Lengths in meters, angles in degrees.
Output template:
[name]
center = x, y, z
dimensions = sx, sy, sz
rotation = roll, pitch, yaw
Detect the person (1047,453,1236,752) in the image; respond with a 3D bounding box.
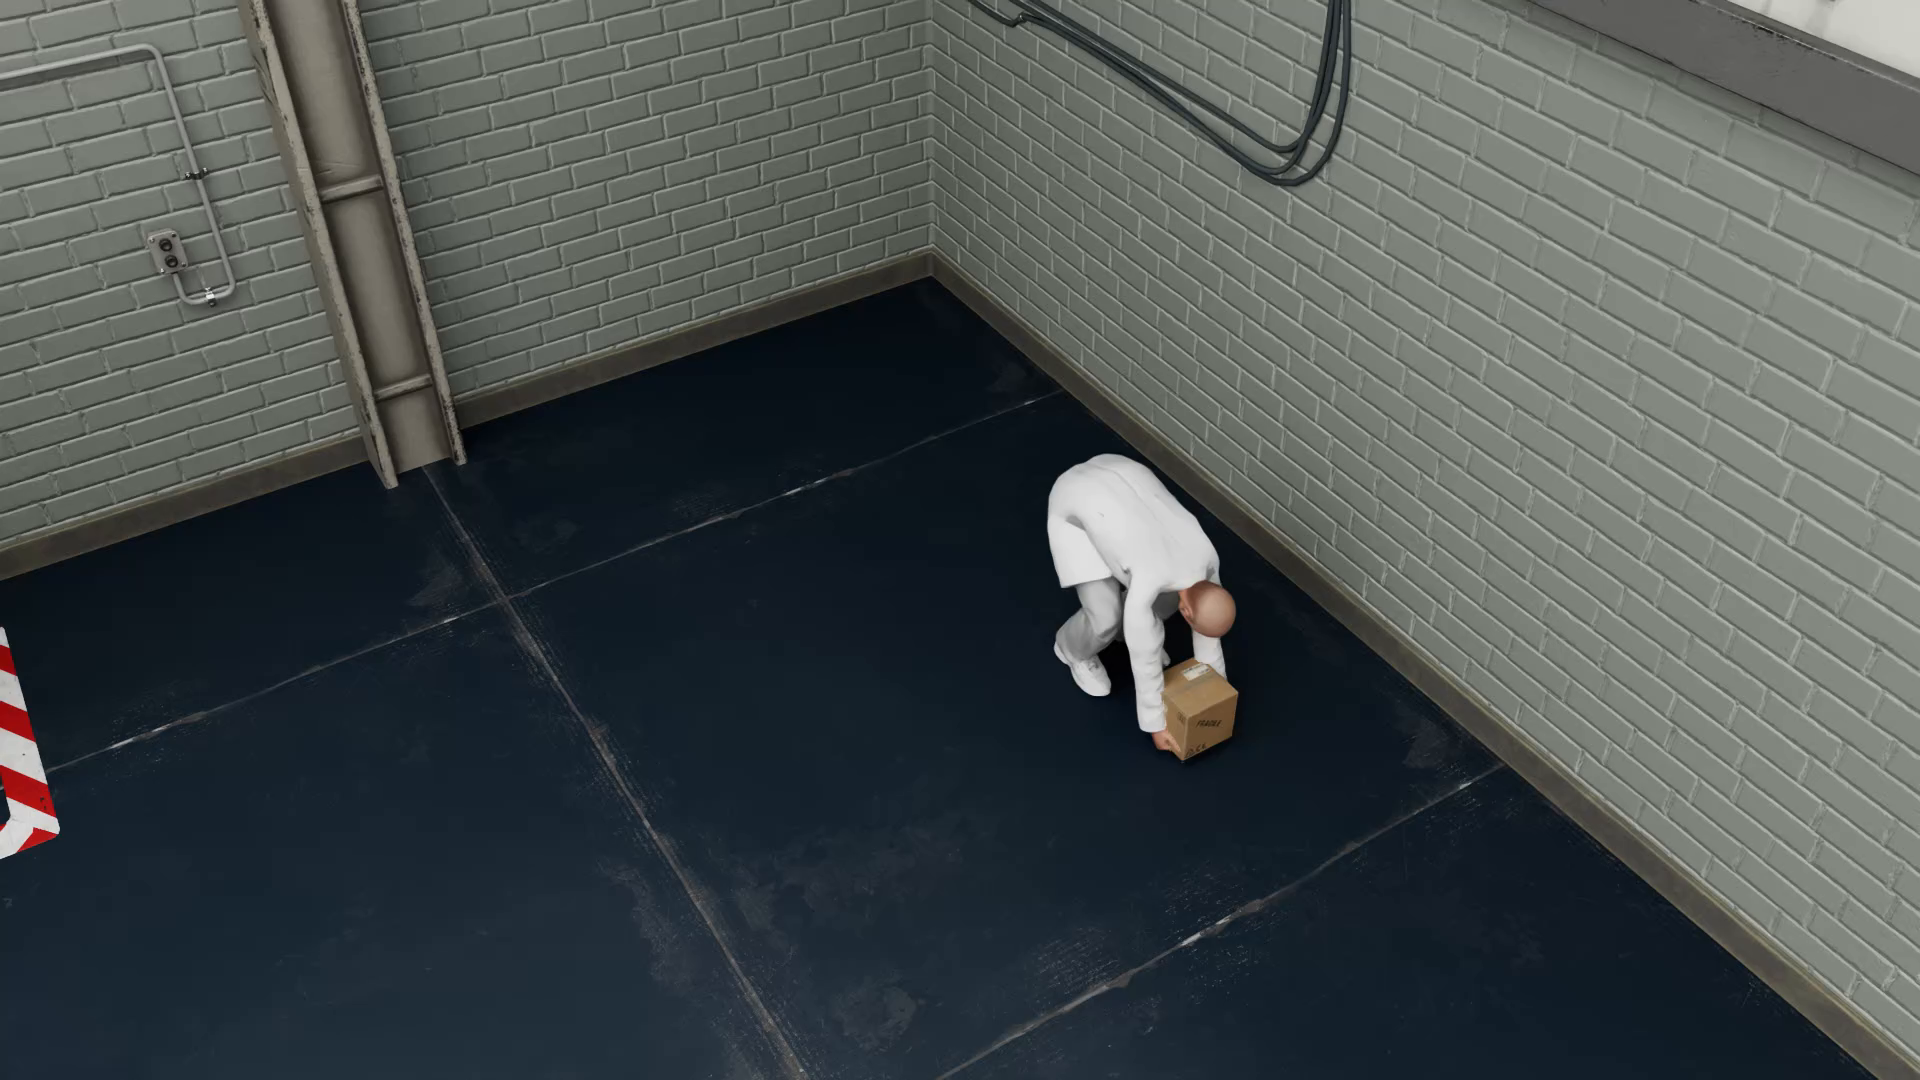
[person]
center = 0.716, 0.216, 6.527
dimensions = 0.593, 0.981, 0.944
rotation = -25, 46, -26
